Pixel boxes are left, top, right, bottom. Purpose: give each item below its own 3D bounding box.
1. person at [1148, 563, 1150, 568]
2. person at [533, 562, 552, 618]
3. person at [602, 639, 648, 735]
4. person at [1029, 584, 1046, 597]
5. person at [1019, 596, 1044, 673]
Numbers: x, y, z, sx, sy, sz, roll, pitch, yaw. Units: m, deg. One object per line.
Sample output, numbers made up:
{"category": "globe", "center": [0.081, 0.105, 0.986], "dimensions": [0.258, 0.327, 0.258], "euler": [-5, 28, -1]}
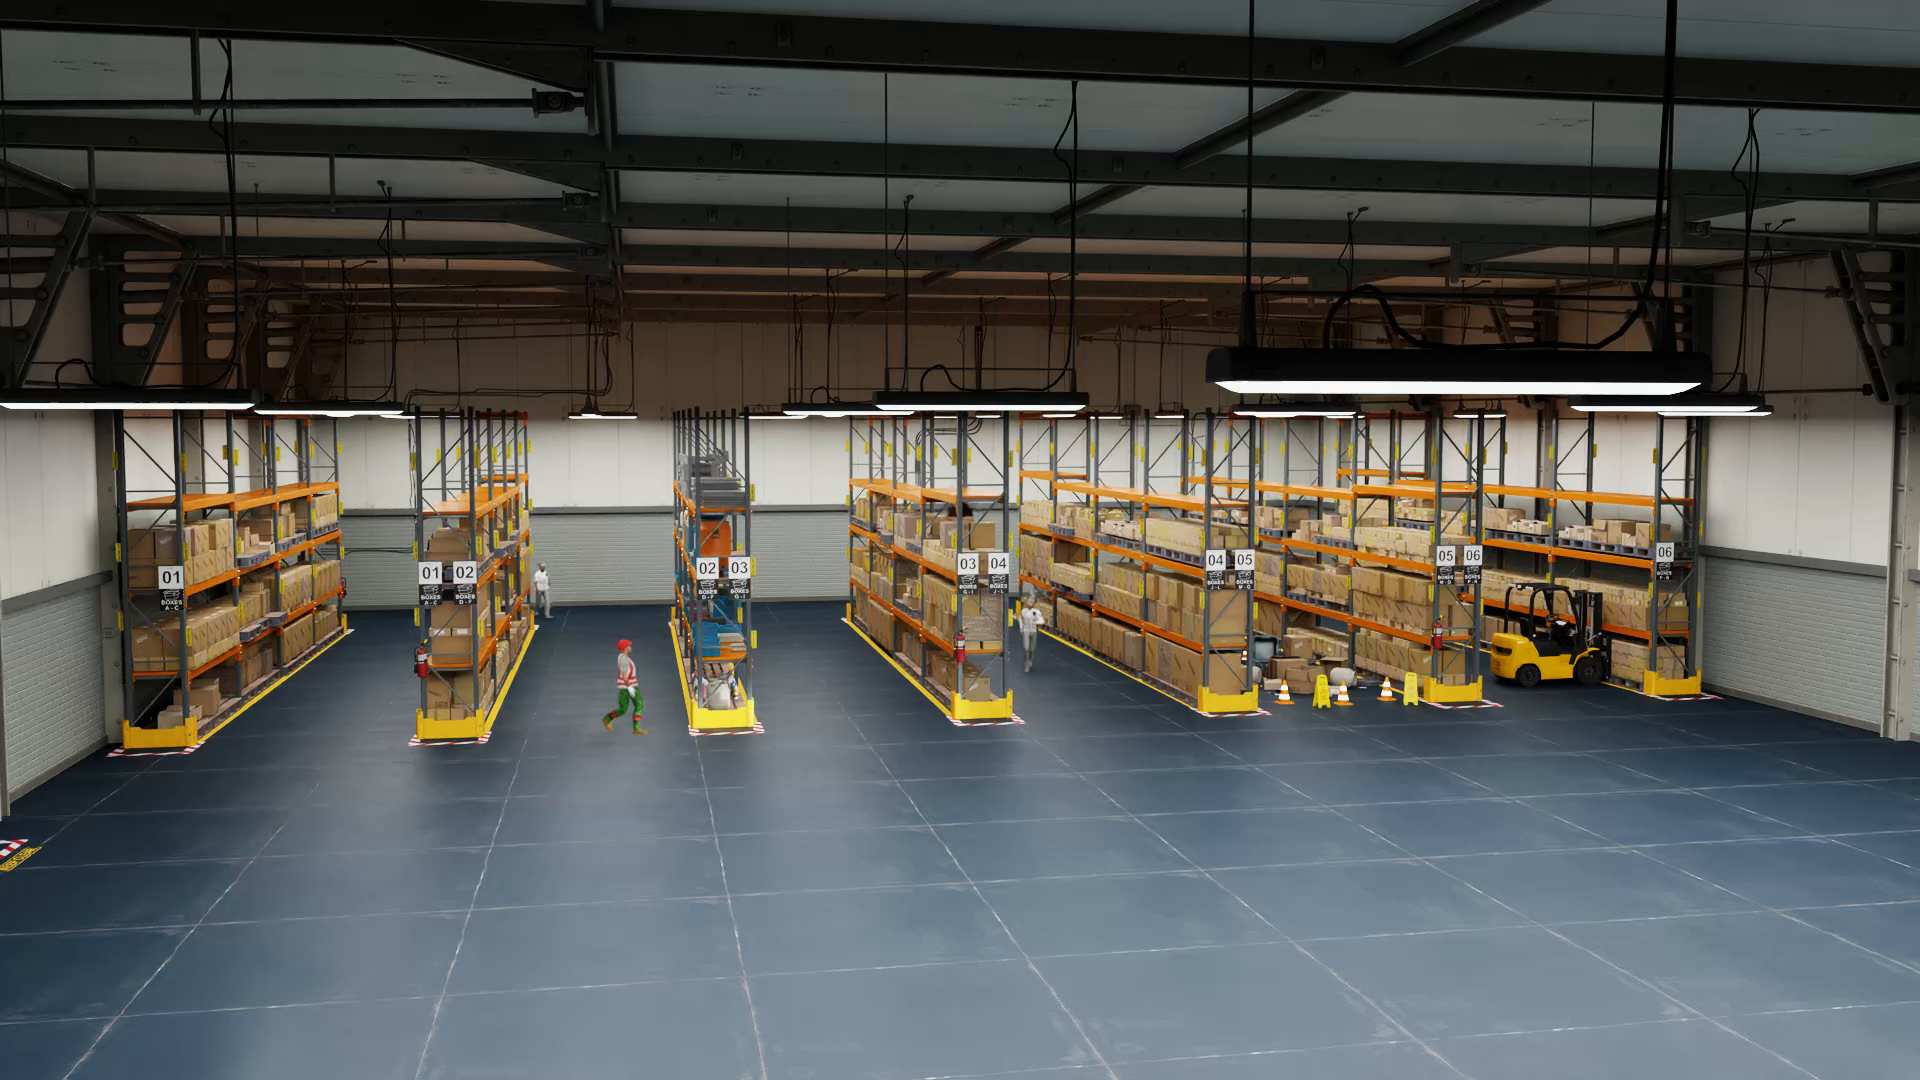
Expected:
{"category": "person", "center": [5.304, 1.516, 47.091], "dimensions": [0.385, 1.740, 0.636], "euler": [1, 4, 11]}
{"category": "person", "center": [-12.186, 1.453, 48.502], "dimensions": [0.479, 1.643, 0.927], "euler": [-3, 5, -33]}
{"category": "person", "center": [-6.132, 2.685, 30.387], "dimensions": [0.862, 1.748, 0.490], "euler": [2, 5, 27]}
{"category": "person", "center": [2.376, 1.179, 51.485], "dimensions": [0.627, 1.707, 1.065], "euler": [2, 5, 30]}
{"category": "person", "center": [1.654, 2.163, 38.309], "dimensions": [0.537, 1.738, 0.784], "euler": [0, 4, -7]}
